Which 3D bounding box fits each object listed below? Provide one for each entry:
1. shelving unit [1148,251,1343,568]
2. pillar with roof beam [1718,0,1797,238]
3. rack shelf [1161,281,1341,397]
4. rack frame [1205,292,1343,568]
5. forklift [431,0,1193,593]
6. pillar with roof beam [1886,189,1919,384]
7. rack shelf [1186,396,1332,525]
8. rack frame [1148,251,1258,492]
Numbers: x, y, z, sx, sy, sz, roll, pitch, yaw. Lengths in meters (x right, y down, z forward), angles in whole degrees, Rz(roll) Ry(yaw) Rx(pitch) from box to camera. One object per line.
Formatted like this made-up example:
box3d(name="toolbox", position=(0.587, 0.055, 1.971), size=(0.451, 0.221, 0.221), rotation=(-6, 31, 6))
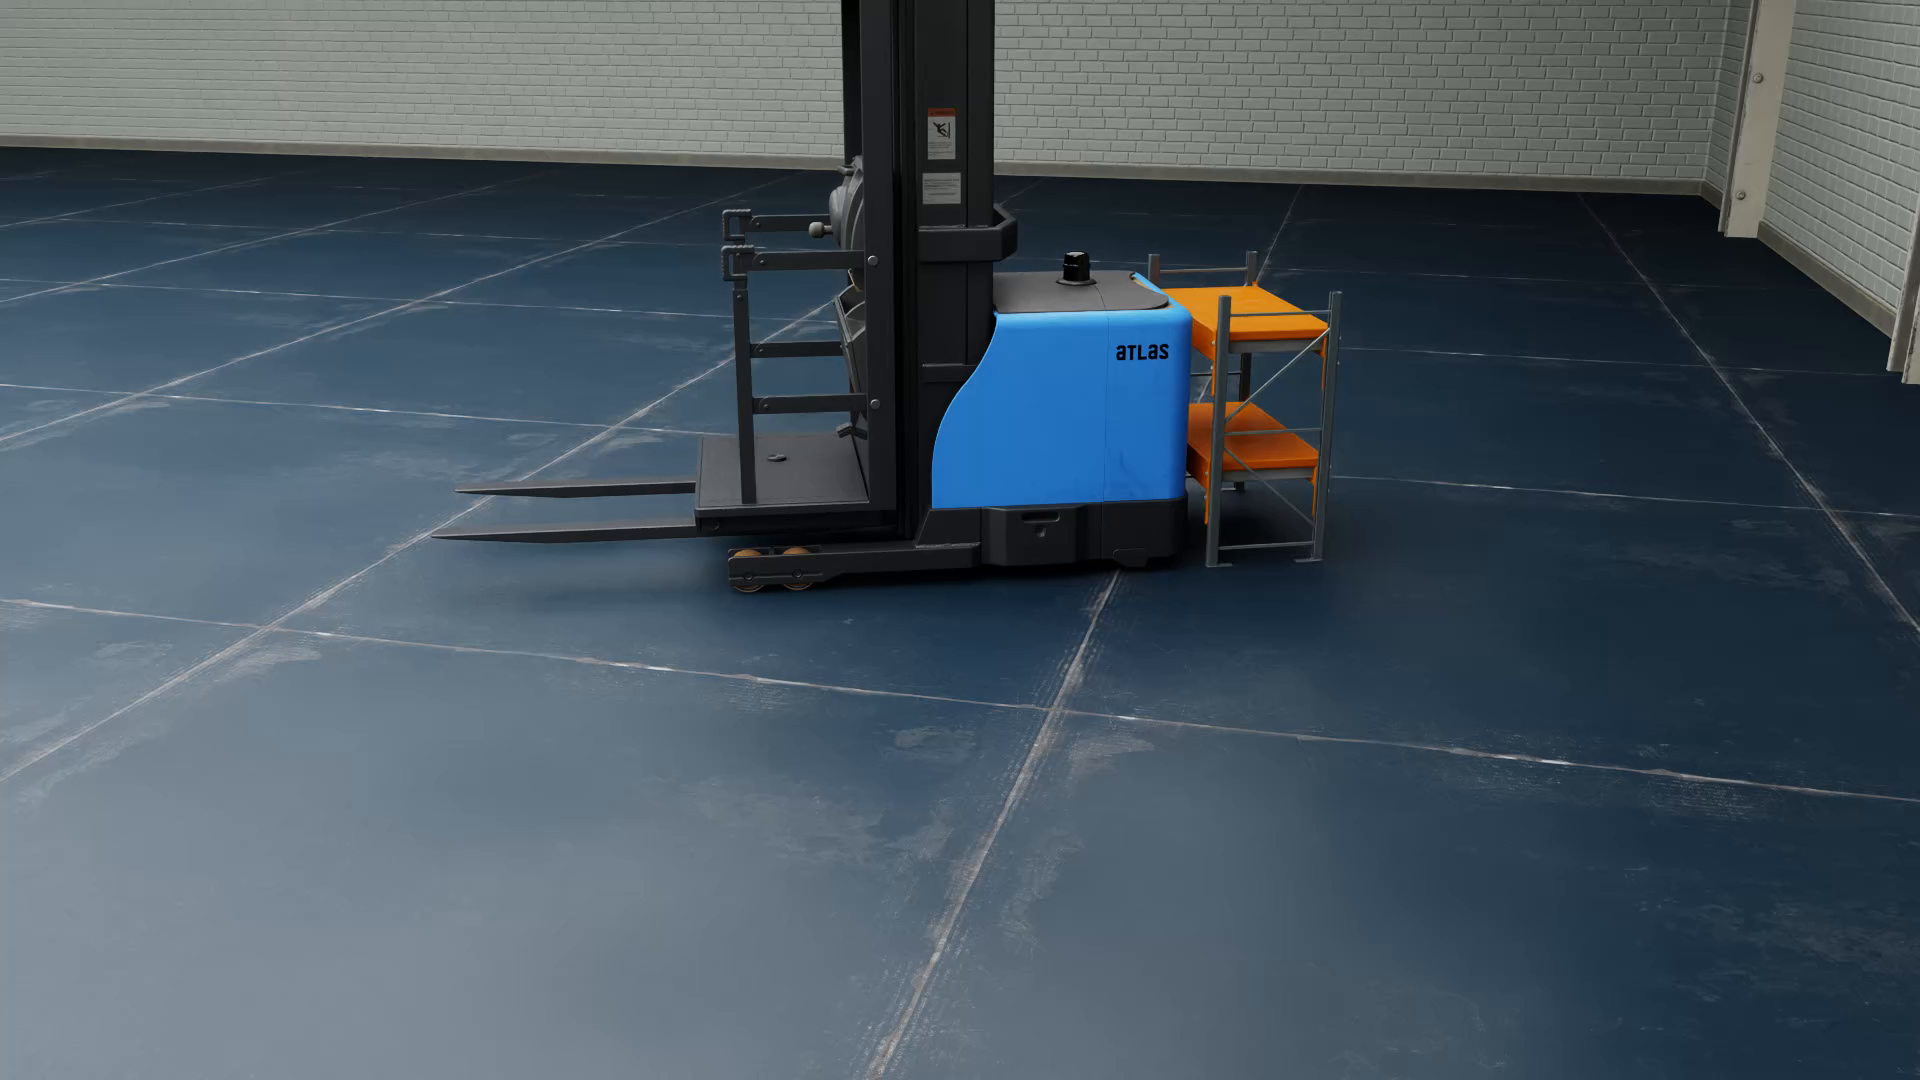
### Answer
box3d(name="shelving unit", position=(1.179, -0.597, 7.195), size=(0.538, 1.125, 1.048), rotation=(-3, 19, -9))
box3d(name="pillar with roof beam", position=(3.123, -7.464, 15.117), size=(9.100, 9.000, 0.400), rotation=(5, 19, 13))
box3d(name="rack shelf", position=(1.179, -0.874, 7.100), size=(0.538, 0.278, 1.000), rotation=(-3, 19, -9))
box3d(name="rack frame", position=(1.262, -0.435, 6.720), size=(0.500, 1.125, 0.032), rotation=(-3, 19, -9))
box3d(name="forklift", position=(-0.625, -1.361, 6.637), size=(3.031, 2.935, 1.130), rotation=(-2, 19, -7))
box3d(name="pillar with roof beam", position=(1.657, -5.583, 9.611), size=(9.100, 9.000, 0.400), rotation=(5, 19, 13))
box3d(name="rack shelf", position=(1.179, -0.365, 7.274), size=(0.538, 0.278, 1.000), rotation=(-3, 19, -9))
box3d(name="rack frame", position=(1.096, -0.759, 7.669), size=(0.500, 1.125, 0.032), rotation=(-3, 19, -9))
